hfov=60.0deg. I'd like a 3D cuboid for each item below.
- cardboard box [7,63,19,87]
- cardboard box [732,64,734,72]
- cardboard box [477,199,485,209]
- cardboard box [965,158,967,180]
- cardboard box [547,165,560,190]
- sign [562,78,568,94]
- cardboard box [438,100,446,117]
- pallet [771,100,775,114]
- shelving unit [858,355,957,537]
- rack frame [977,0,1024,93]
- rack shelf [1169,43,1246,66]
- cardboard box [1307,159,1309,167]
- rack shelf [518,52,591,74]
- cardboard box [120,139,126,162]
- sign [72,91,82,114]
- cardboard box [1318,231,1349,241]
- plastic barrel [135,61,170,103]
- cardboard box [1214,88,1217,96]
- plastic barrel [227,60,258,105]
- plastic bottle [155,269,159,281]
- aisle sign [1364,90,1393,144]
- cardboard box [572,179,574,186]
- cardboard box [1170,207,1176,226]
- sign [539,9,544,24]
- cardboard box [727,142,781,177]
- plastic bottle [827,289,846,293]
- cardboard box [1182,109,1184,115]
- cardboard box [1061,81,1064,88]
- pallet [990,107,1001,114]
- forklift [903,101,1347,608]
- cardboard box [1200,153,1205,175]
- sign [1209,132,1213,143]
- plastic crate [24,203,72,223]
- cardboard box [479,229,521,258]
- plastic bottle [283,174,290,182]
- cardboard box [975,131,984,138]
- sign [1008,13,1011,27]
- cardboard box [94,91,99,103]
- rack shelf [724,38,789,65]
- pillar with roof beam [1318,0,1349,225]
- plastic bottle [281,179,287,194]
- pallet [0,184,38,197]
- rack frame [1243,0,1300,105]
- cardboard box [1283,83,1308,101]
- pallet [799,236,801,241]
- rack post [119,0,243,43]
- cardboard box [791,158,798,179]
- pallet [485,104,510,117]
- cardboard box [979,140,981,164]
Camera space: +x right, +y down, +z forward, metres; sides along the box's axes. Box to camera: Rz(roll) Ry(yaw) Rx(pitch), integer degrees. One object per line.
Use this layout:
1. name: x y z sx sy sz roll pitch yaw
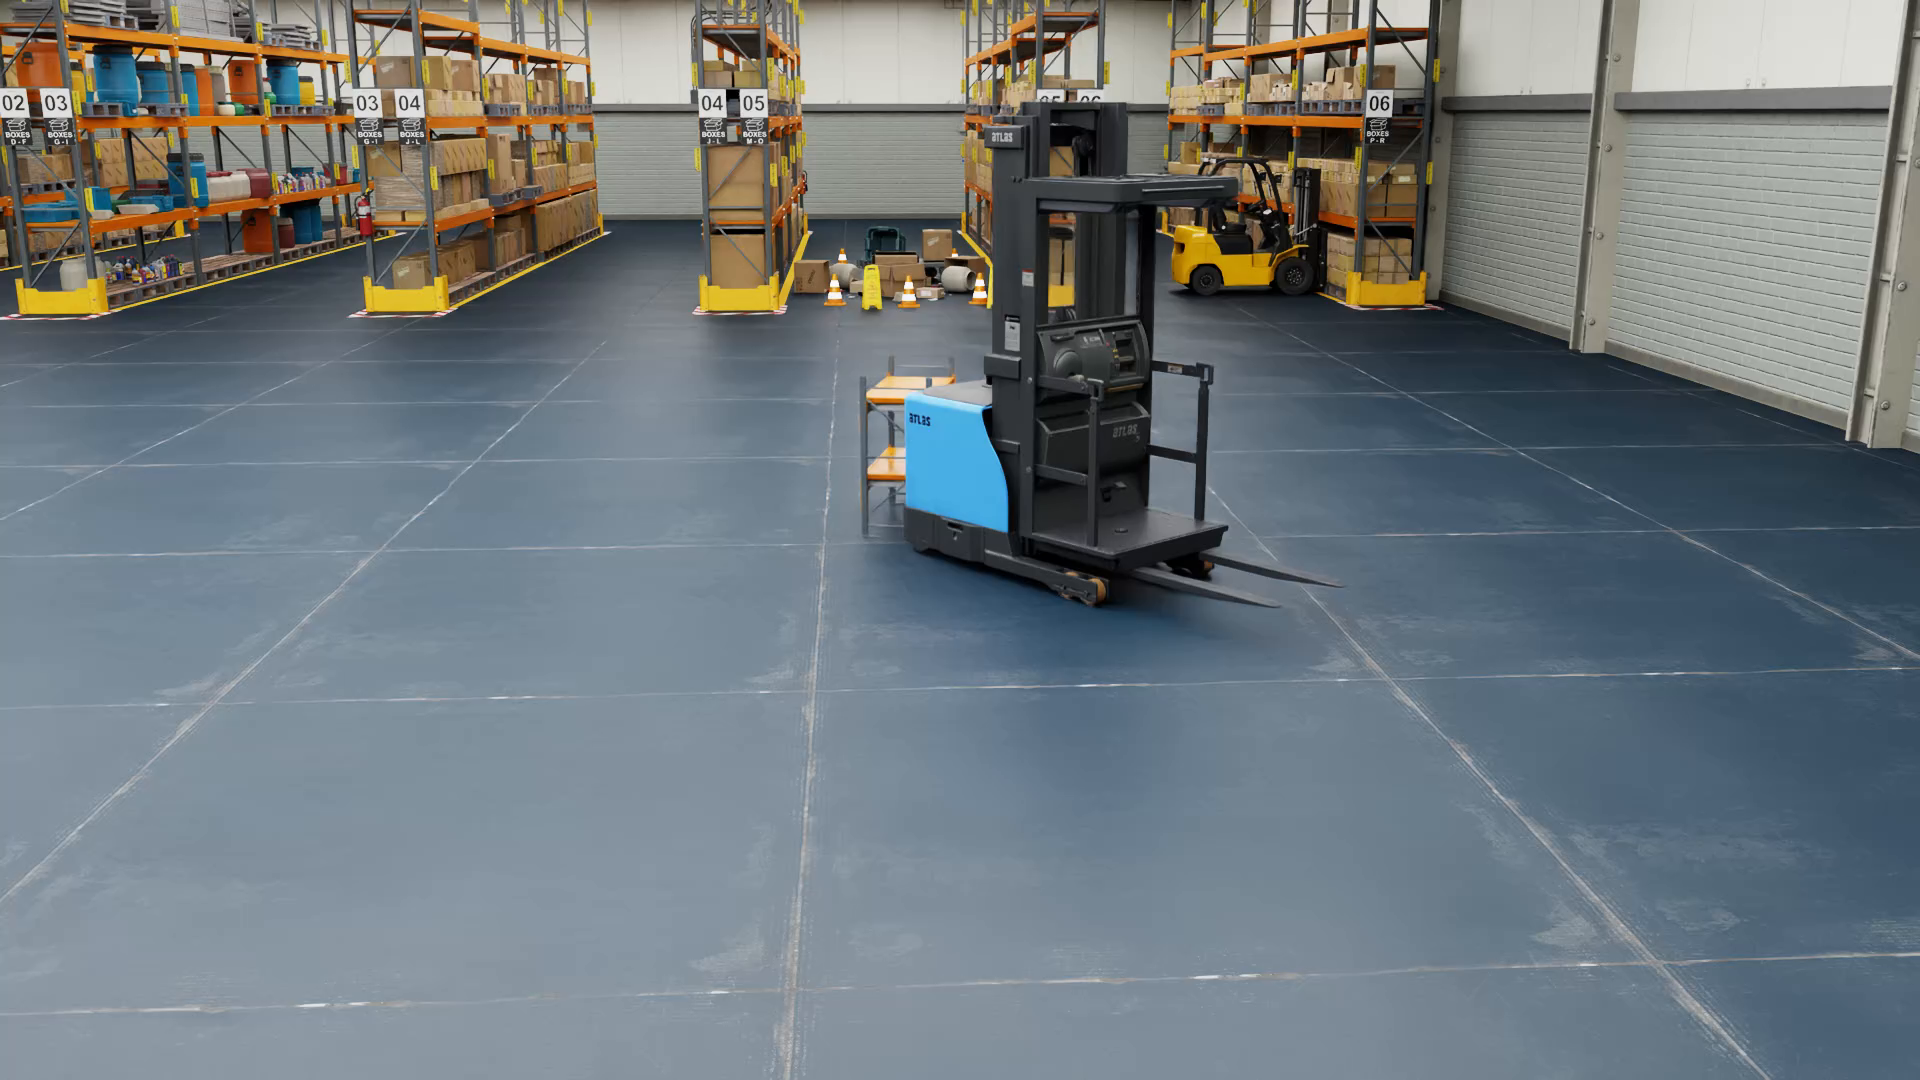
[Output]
1. cardboard box: -18.734 -9.067 32.518 0.500 0.500 0.500 -1 14 -3
2. cardboard box: -3.795 -7.484 26.436 0.380 0.149 0.250 -1 14 -4
3. cardboard box: -8.203 -5.643 27.944 0.380 0.149 0.250 -1 14 -3
4. cardboard box: 0.375 -8.938 40.046 0.500 0.500 0.500 -1 14 -4
5. cardboard box: -8.646 -7.549 34.647 0.500 0.500 0.500 -1 14 -4
6. sign: -8.470 -9.732 35.643 0.100 0.325 0.005 -1 14 -3
7. cardboard box: -8.077 -6.514 25.103 0.500 0.250 0.500 -1 14 -5
8. pallet: -3.446 -6.831 26.215 1.003 0.211 1.213 -1 14 -3
9. shelving unit: -0.362 -0.690 11.949 0.538 1.125 1.048 2 15 8
10. rack frame: 0.880 -10.924 35.925 1.000 3.000 0.127 -1 14 -3
11. rack shelf: 5.710 -11.149 38.250 1.077 0.370 4.000 -1 14 -3
12. cardboard box: 6.177 -6.466 28.539 0.380 0.149 0.250 -1 14 -3
13. rack shelf: -9.135 -10.727 37.403 1.077 0.370 4.000 -1 14 -3
14. cardboard box: -18.711 -8.624 36.818 0.500 0.500 0.500 -1 14 -5
15. sign: -12.662 -6.269 23.836 0.100 0.325 0.005 -1 14 -3
16. cardboard box: 6.135 -4.956 27.438 0.500 0.250 0.500 -1 14 -5
17. plastic barrel: -13.707 -7.618 28.091 0.600 0.901 0.708 -1 14 -3
18. cardboard box: 5.563 -9.423 34.974 0.380 0.149 0.250 -1 14 -3
19. plastic barrel: -13.739 -8.800 31.984 0.600 0.830 0.708 -1 14 -3
20. plastic bottle: -13.058 -4.305 26.969 0.097 0.201 0.097 0 14 0
21. aisle sign: 6.288 -6.350 24.970 0.394 0.787 0.004 -1 14 -3
22. cardboard box: -8.714 -7.888 36.669 0.380 0.149 0.250 -1 14 -5
23. cardboard box: 5.529 -7.932 40.502 0.797 0.503 0.637 -1 15 -6
24. sign: -9.813 -12.288 39.034 0.100 0.325 0.005 -1 14 -3
25. cardboard box: -3.420 -6.296 27.509 0.875 0.550 0.550 -1 14 -3
26. plastic bottle: -2.027 -4.079 27.257 0.283 0.061 0.133 -6 16 -23
27. cardboard box: 5.372 -9.957 38.688 0.380 0.149 0.250 -1 14 -3
28. cardboard box: 1.768 -7.092 25.956 0.380 0.149 0.250 -1 14 -4
29. pallet: 0.963 -8.823 34.156 1.003 0.211 1.213 0 14 -1
30. forklift: 0.979 -1.168 10.184 1.130 2.935 3.031 -13 19 -41
31. cardboard box: 5.641 -8.224 36.428 0.700 0.500 0.500 -1 14 -2
32. sign: 6.141 -9.809 40.671 0.100 0.325 0.005 -1 14 -3
33. plastic crate: -13.541 -4.853 24.666 0.499 0.251 0.616 -1 14 -3
34. cardboard box: -8.654 -5.570 31.287 0.700 0.500 0.500 -2 15 -8
35. plastic bottle: -13.646 -7.232 33.714 0.144 0.351 0.185 -1 14 -3
36. cardboard box: 0.545 -9.191 37.720 0.380 0.149 0.250 -1 14 -4
37. sign: 1.175 -12.415 39.684 0.100 0.325 0.005 -1 14 -3
38. cardboard box: -18.681 -9.461 35.555 0.500 0.250 0.500 -1 14 -3
39. rack shelf: -3.682 -8.788 29.870 1.077 0.370 4.000 -1 14 -3
40. pillar with roof beam: 2.765 -9.630 30.896 9.100 9.000 0.400 -1 14 -3
41. plastic bottle: -13.402 -7.000 32.946 0.061 0.283 0.133 -1 14 -3
42. pallet: -18.763 -6.794 32.296 1.213 0.211 1.003 -1 14 -3
43. rack frame: 6.082 -10.007 32.360 1.000 3.000 0.127 -1 14 -3
44. cardboard box: 6.042 -7.944 29.499 0.500 0.311 0.500 -1 14 -5
45. pallet: -4.210 -7.038 38.455 1.003 0.211 1.213 -1 14 -3
46. rack post: -13.666 -9.290 29.174 1.013 1.000 3.121 -1 14 -3
47. cardboard box: -3.833 -8.237 36.722 0.500 0.500 0.500 -1 14 -4
48. pallet: -8.447 -7.393 28.598 1.213 0.211 1.003 -1 14 -3
49. cardboard box: 0.680 -8.312 35.603 0.500 0.500 0.500 -1 14 -4
